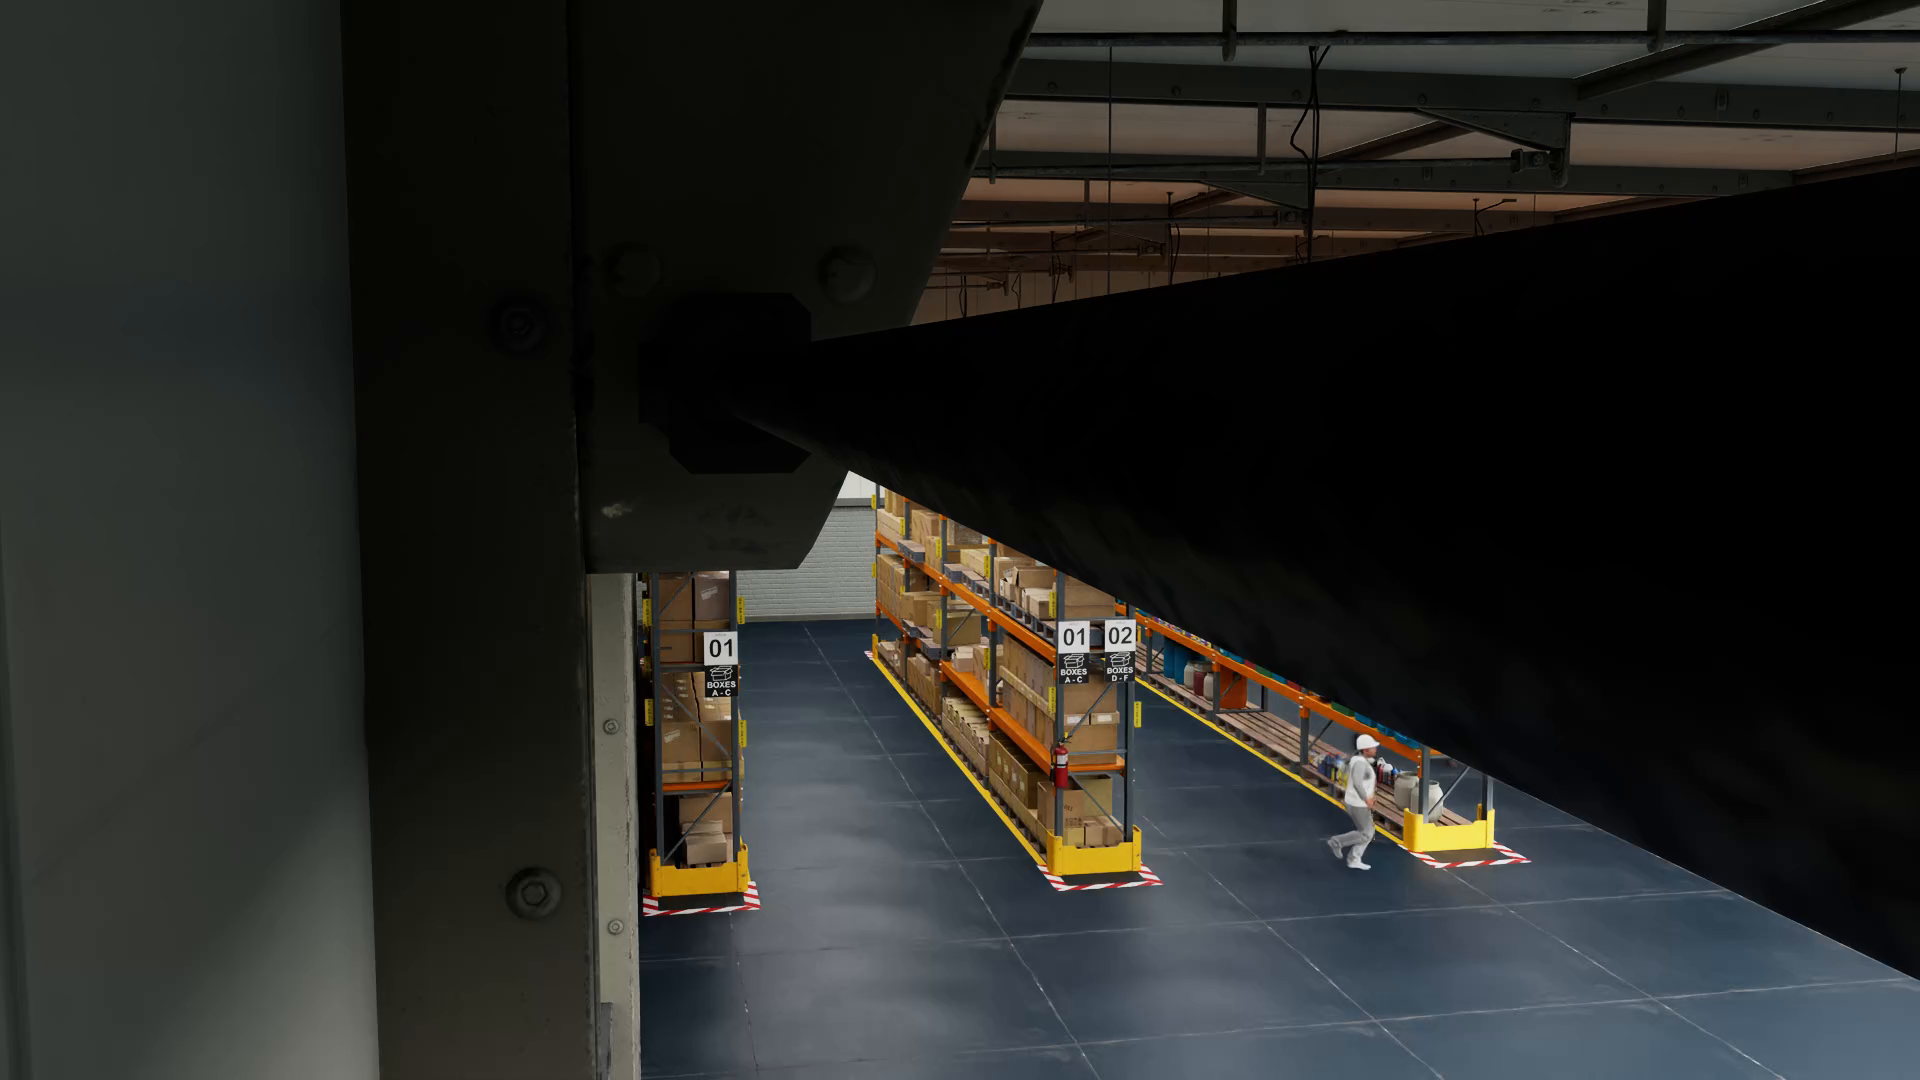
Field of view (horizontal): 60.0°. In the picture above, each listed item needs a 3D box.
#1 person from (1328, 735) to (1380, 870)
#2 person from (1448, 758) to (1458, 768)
[{"bbox_3d":[4.995,3.322,21.119,0.610,1.729,0.652,2,6,16],"label":"person"},{"bbox_3d":[7.792,2.831,26.755,0.590,1.507,0.980,-1,6,-9],"label":"person"}]
